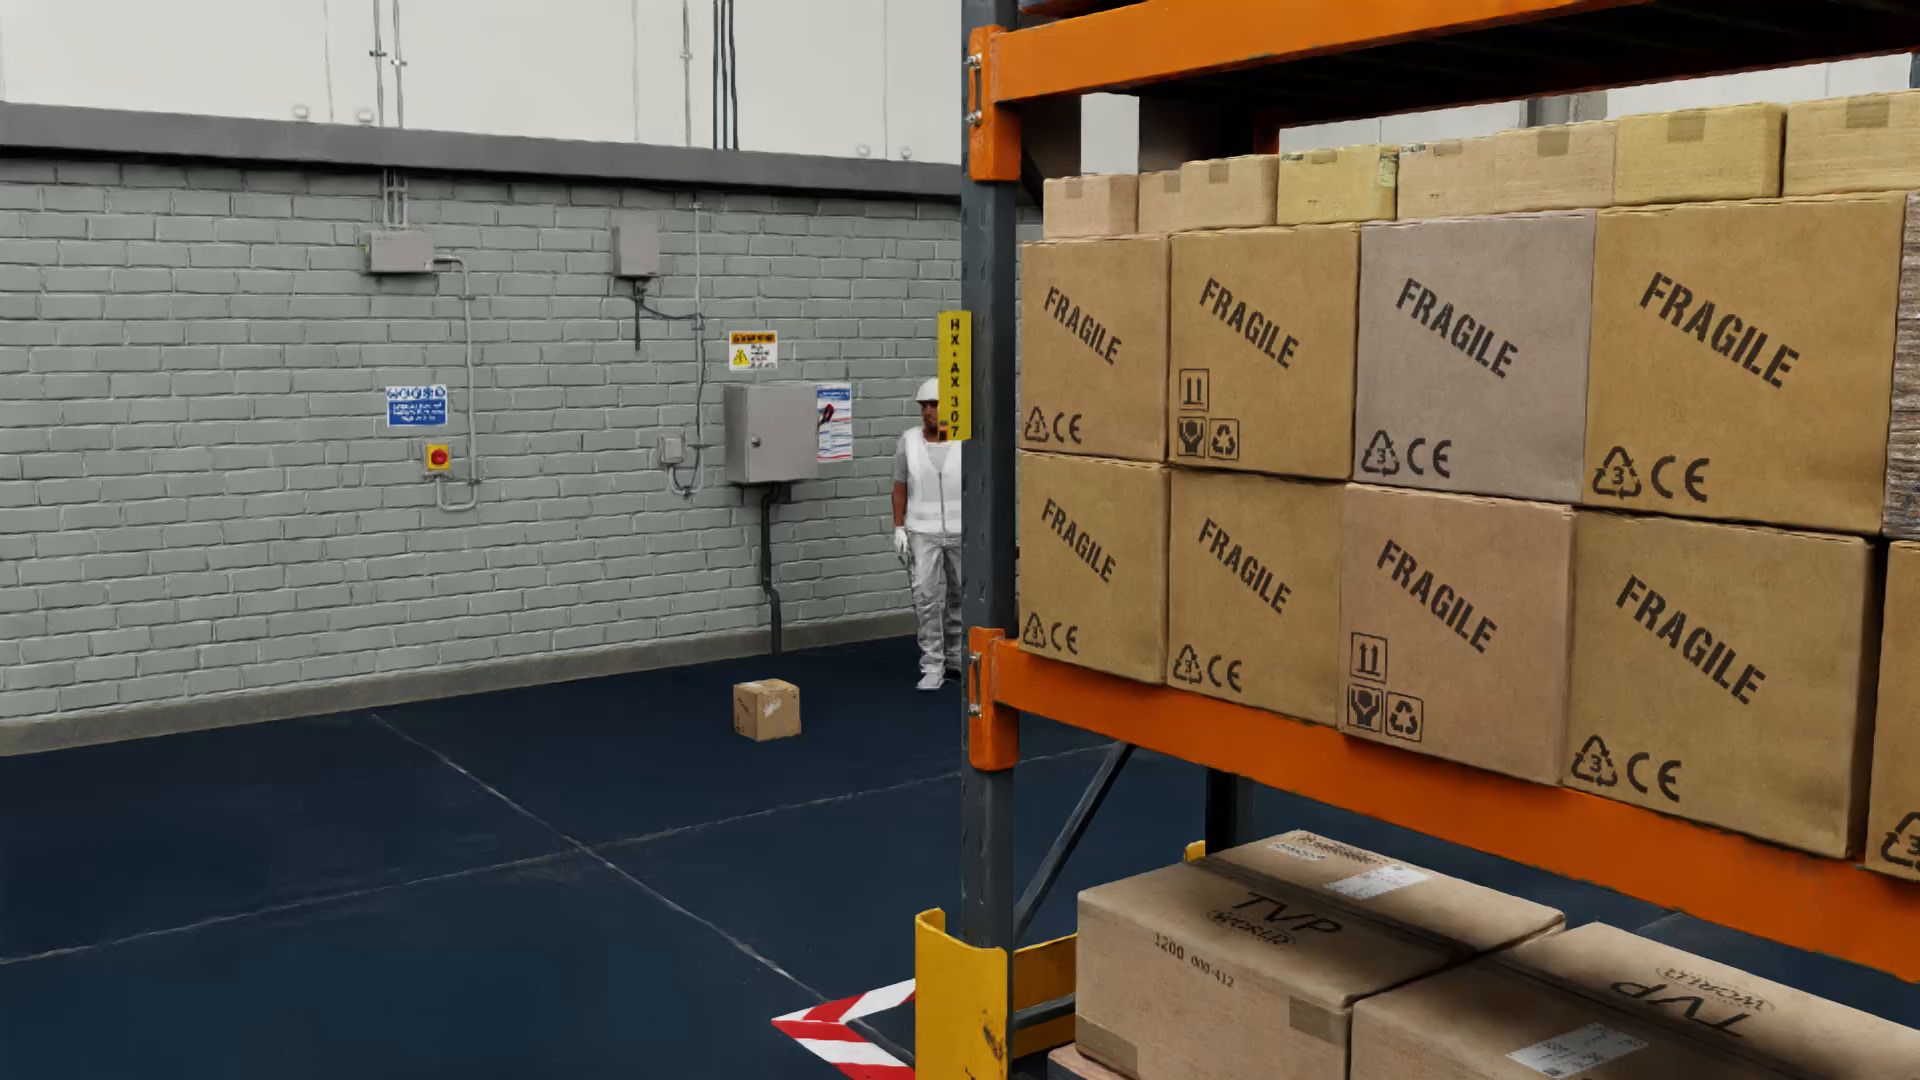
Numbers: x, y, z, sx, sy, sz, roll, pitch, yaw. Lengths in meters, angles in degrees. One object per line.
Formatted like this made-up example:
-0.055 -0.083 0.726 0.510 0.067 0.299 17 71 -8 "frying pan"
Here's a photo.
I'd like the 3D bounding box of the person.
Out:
-0.097 -0.047 9.593 0.585 1.776 0.587 0 8 -3 "person"
